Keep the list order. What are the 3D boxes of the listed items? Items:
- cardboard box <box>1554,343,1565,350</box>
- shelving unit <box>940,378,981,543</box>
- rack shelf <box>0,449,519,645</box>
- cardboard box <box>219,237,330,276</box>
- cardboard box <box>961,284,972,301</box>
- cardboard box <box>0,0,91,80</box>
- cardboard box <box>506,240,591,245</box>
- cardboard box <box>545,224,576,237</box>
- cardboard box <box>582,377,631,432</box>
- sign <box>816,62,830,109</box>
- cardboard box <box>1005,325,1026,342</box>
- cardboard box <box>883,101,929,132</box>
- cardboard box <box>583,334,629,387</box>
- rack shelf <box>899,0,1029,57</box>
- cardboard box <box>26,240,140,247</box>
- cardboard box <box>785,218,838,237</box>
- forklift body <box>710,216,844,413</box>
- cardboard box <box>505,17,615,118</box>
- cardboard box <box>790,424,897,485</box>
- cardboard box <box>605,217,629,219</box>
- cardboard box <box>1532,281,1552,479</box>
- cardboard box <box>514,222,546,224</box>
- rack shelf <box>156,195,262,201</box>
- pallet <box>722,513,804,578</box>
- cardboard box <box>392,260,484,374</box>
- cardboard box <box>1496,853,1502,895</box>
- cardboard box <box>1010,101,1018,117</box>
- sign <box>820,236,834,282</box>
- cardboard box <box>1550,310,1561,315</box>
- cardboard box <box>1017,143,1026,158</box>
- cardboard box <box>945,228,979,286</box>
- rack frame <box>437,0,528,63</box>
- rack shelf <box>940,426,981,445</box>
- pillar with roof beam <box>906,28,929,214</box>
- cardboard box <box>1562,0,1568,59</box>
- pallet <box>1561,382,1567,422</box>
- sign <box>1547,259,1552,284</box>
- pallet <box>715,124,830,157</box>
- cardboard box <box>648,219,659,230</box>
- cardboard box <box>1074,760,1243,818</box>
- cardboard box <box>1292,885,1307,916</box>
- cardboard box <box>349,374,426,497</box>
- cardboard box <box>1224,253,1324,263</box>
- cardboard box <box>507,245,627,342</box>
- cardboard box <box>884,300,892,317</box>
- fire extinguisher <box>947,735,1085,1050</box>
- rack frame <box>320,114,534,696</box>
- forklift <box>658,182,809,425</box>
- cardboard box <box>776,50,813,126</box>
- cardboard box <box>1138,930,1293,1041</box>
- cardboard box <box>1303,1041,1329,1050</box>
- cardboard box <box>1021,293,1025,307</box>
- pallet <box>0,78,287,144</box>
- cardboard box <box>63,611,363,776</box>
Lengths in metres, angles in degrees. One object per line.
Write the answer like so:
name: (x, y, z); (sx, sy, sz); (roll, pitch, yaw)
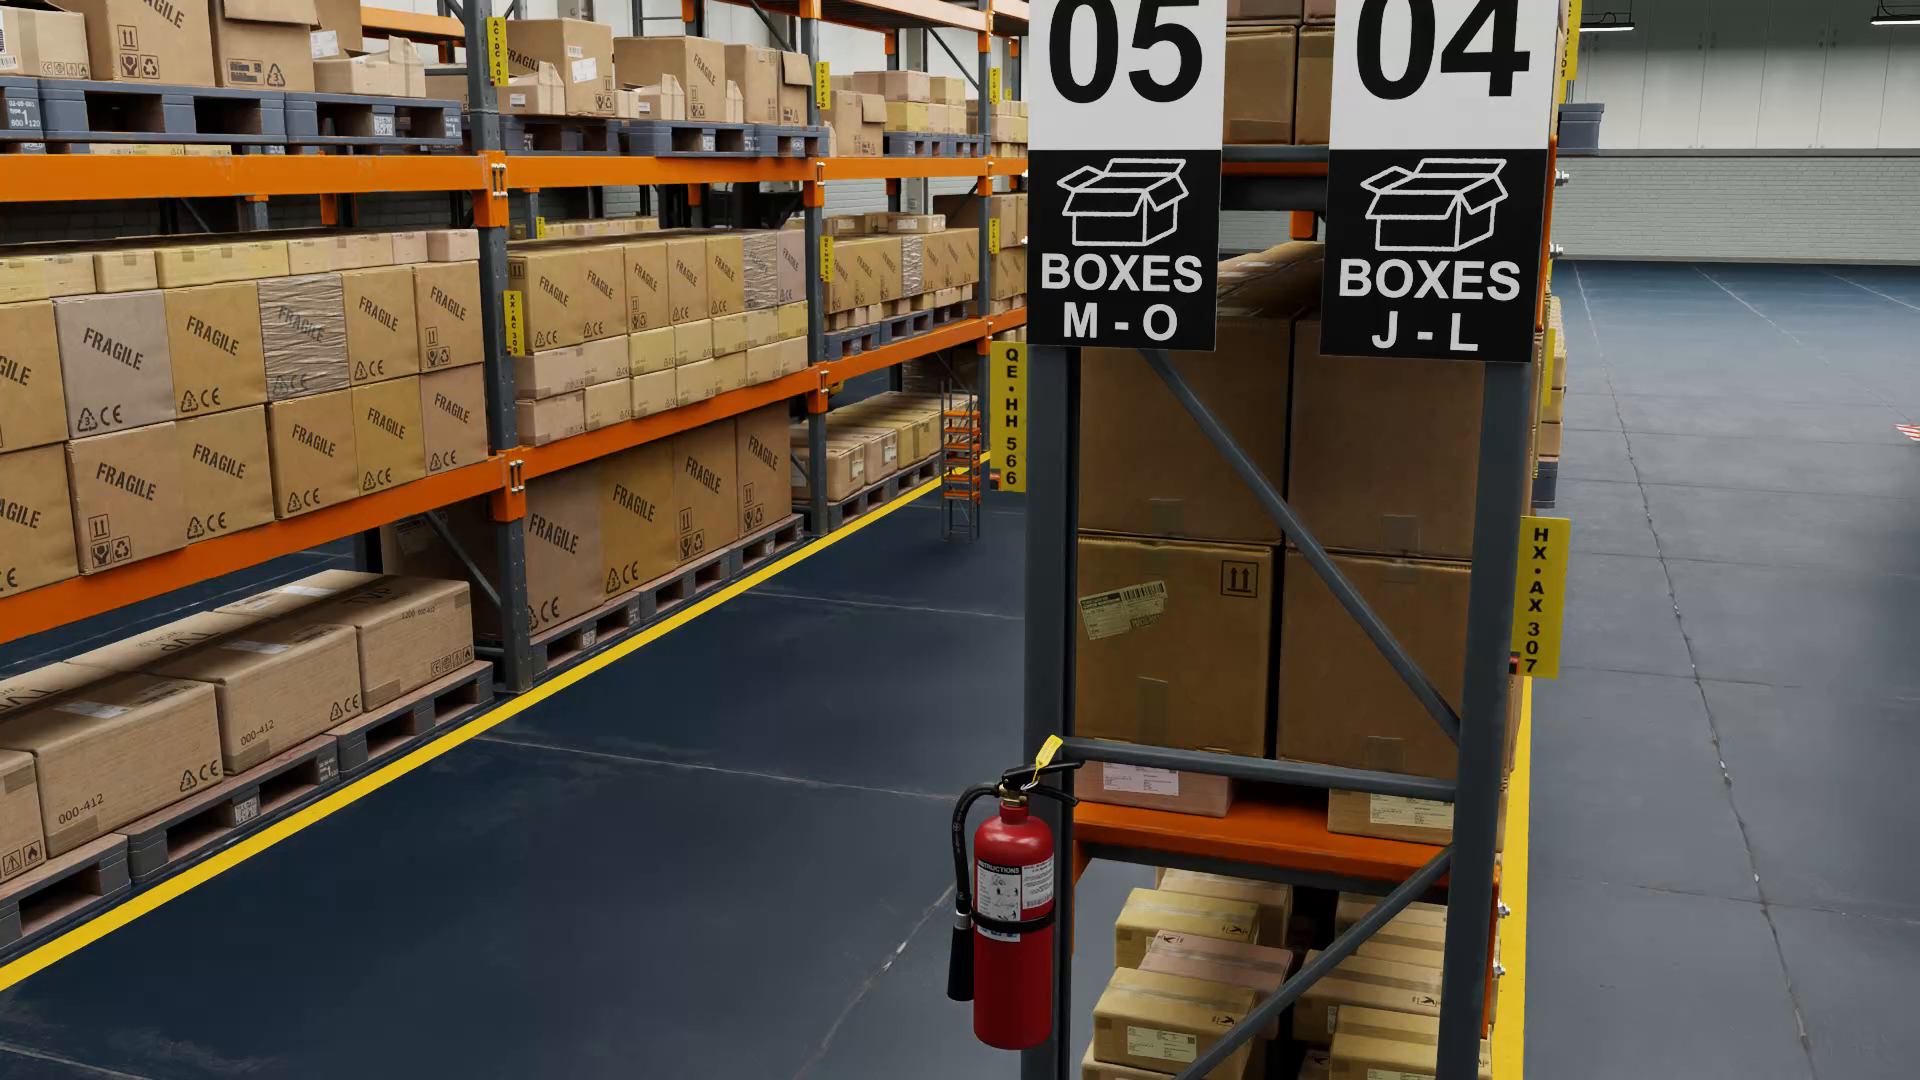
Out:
cardboard box: (2.573, -0.826, 7.648); (0.380, 0.149, 0.250); (5, 14, 20)
shelving unit: (0.005, -0.588, 12.368); (0.258, 1.200, 0.189); (4, 14, 18)
rack shelf: (-3.438, 0.092, 6.959); (1.077, 0.370, 4.000); (4, 14, 18)
cardboard box: (-2.979, -1.235, 7.227); (0.380, 0.149, 0.250); (4, 14, 18)
cardboard box: (-0.108, -2.318, 15.523); (0.380, 0.149, 0.250); (5, 14, 19)
cardboard box: (-3.553, -1.821, 6.017); (0.500, 0.311, 0.500); (5, 14, 19)
cardboard box: (-2.541, -1.543, 10.034); (0.500, 0.500, 0.500); (5, 14, 20)
cardboard box: (-4.443, -3.392, 18.258); (0.380, 0.149, 0.250); (4, 13, 17)
cardboard box: (-2.232, -0.789, 9.541); (0.500, 0.250, 0.500); (4, 13, 17)
sign: (-0.974, -3.233, 11.831); (0.100, 0.325, 0.005); (4, 14, 18)
cardboard box: (0.506, -2.145, 17.238); (0.380, 0.149, 0.250); (5, 14, 21)
cardboard box: (-0.589, -3.611, 14.220); (0.500, 0.250, 0.500); (5, 14, 19)
cardboard box: (-2.239, -1.034, 9.492); (0.500, 0.250, 0.500); (5, 14, 19)
rack shelf: (0.445, -5.357, 17.362); (1.077, 0.370, 4.000); (4, 14, 18)
cardboard box: (-3.649, -1.165, 6.921); (0.380, 0.149, 0.250); (4, 14, 19)
cardboard box: (-1.234, -2.601, 13.849); (0.380, 0.149, 0.250); (4, 13, 16)
forklift body: (-2.493, -2.618, 19.126); (2.313, 2.155, 1.214); (4, 14, 18)
cardboard box: (-2.231, -2.560, 9.054); (0.500, 0.500, 0.500); (4, 13, 17)
cardboard box: (-1.073, -0.719, 13.861); (0.950, 0.372, 0.625); (4, 13, 17)
cardboard box: (-4.199, -3.857, 20.295); (0.380, 0.149, 0.250); (4, 14, 19)
cardboard box: (1.375, -0.473, 4.681); (0.500, 0.500, 0.500); (4, 13, 17)
cardboard box: (-4.868, -3.483, 18.657); (0.380, 0.149, 0.250); (4, 13, 17)
rack shelf: (-6.841, -2.569, 11.877); (1.077, 0.370, 4.000); (4, 14, 18)
pallet: (-1.823, -0.002, 12.021); (1.003, 0.211, 1.213); (4, 14, 18)
cardboard box: (-2.682, -1.096, 8.079); (0.500, 0.500, 0.500); (4, 14, 18)
cardboard box: (1.787, 1.166, 6.102); (0.380, 0.149, 0.250); (4, 14, 18)
cardboard box: (0.359, -4.247, 16.387); (0.380, 0.149, 0.250); (4, 13, 17)
sign: (-0.970, -2.047, 12.113); (0.100, 0.325, 0.005); (4, 14, 18)
cardboard box: (3.161, -1.208, 9.323); (0.380, 0.149, 0.250); (4, 14, 18)
cardboard box: (0.460, -3.968, 16.957); (0.380, 0.149, 0.250); (4, 13, 17)
cardboard box: (-0.135, -2.649, 15.514); (0.500, 0.500, 0.500); (4, 13, 17)
rack frame: (-4.900, -5.645, 16.999); (1.000, 3.000, 0.127); (4, 14, 18)
rack shelf: (0.005, -0.779, 12.324); (0.258, 0.103, 0.180); (4, 14, 18)
pillar with roof beam: (3.272, -8.622, 30.042); (9.100, 9.000, 0.400); (4, 14, 18)
cardboard box: (1.362, -1.424, 4.460); (0.500, 0.250, 0.500); (5, 14, 19)
pallet: (3.090, -0.935, 10.276); (1.213, 0.211, 1.003); (4, 14, 18)
sign: (3.737, -1.675, 10.663); (0.100, 0.325, 0.005); (4, 14, 18)
pallet: (-1.655, -2.753, 11.490); (1.213, 0.211, 1.003); (5, 14, 21)
cardboard box: (-3.762, -3.761, 19.874); (0.380, 0.149, 0.250); (5, 14, 20)
cardboard box: (0.470, 0.531, 3.984); (0.380, 0.149, 0.250); (4, 14, 18)
cardboard box: (0.955, 1.134, 5.572); (0.380, 0.149, 0.250); (5, 14, 21)
cardboard box: (-2.860, -0.503, 7.728); (0.500, 0.500, 0.500); (4, 13, 17)
cardboard box: (1.204, -0.734, 5.823); (0.500, 0.500, 0.500); (5, 14, 19)
cardboard box: (-2.238, -1.397, 9.395); (0.500, 0.500, 0.500); (4, 14, 18)
cardboard box: (-0.793, -1.945, 13.891); (0.380, 0.149, 0.250); (5, 14, 21)
fire extinguisher: (0.113, 0.737, 3.529); (0.296, 0.674, 0.183); (4, 14, 18)
rack frame: (-2.791, -0.679, 8.724); (1.000, 3.000, 0.127); (4, 14, 18)
forklift: (-2.059, -2.193, 15.511); (1.130, 2.935, 3.031); (5, 14, 19)
cardboard box: (-1.476, -3.149, 11.626); (0.797, 0.503, 0.637); (3, 13, 15)
cardboard box: (0.699, 1.214, 4.552); (0.380, 0.149, 0.250); (5, 14, 19)
cardboard box: (1.182, 1.335, 4.694); (0.380, 0.149, 0.250); (5, 14, 19)
cardboard box: (0.463, -2.508, 17.298); (0.380, 0.149, 0.250); (4, 14, 18)
pallet: (-3.462, -1.671, 6.527); (1.003, 0.211, 1.213); (4, 14, 18)
cardboard box: (-3.384, 0.678, 7.591); (0.875, 0.438, 0.875); (4, 13, 17)
